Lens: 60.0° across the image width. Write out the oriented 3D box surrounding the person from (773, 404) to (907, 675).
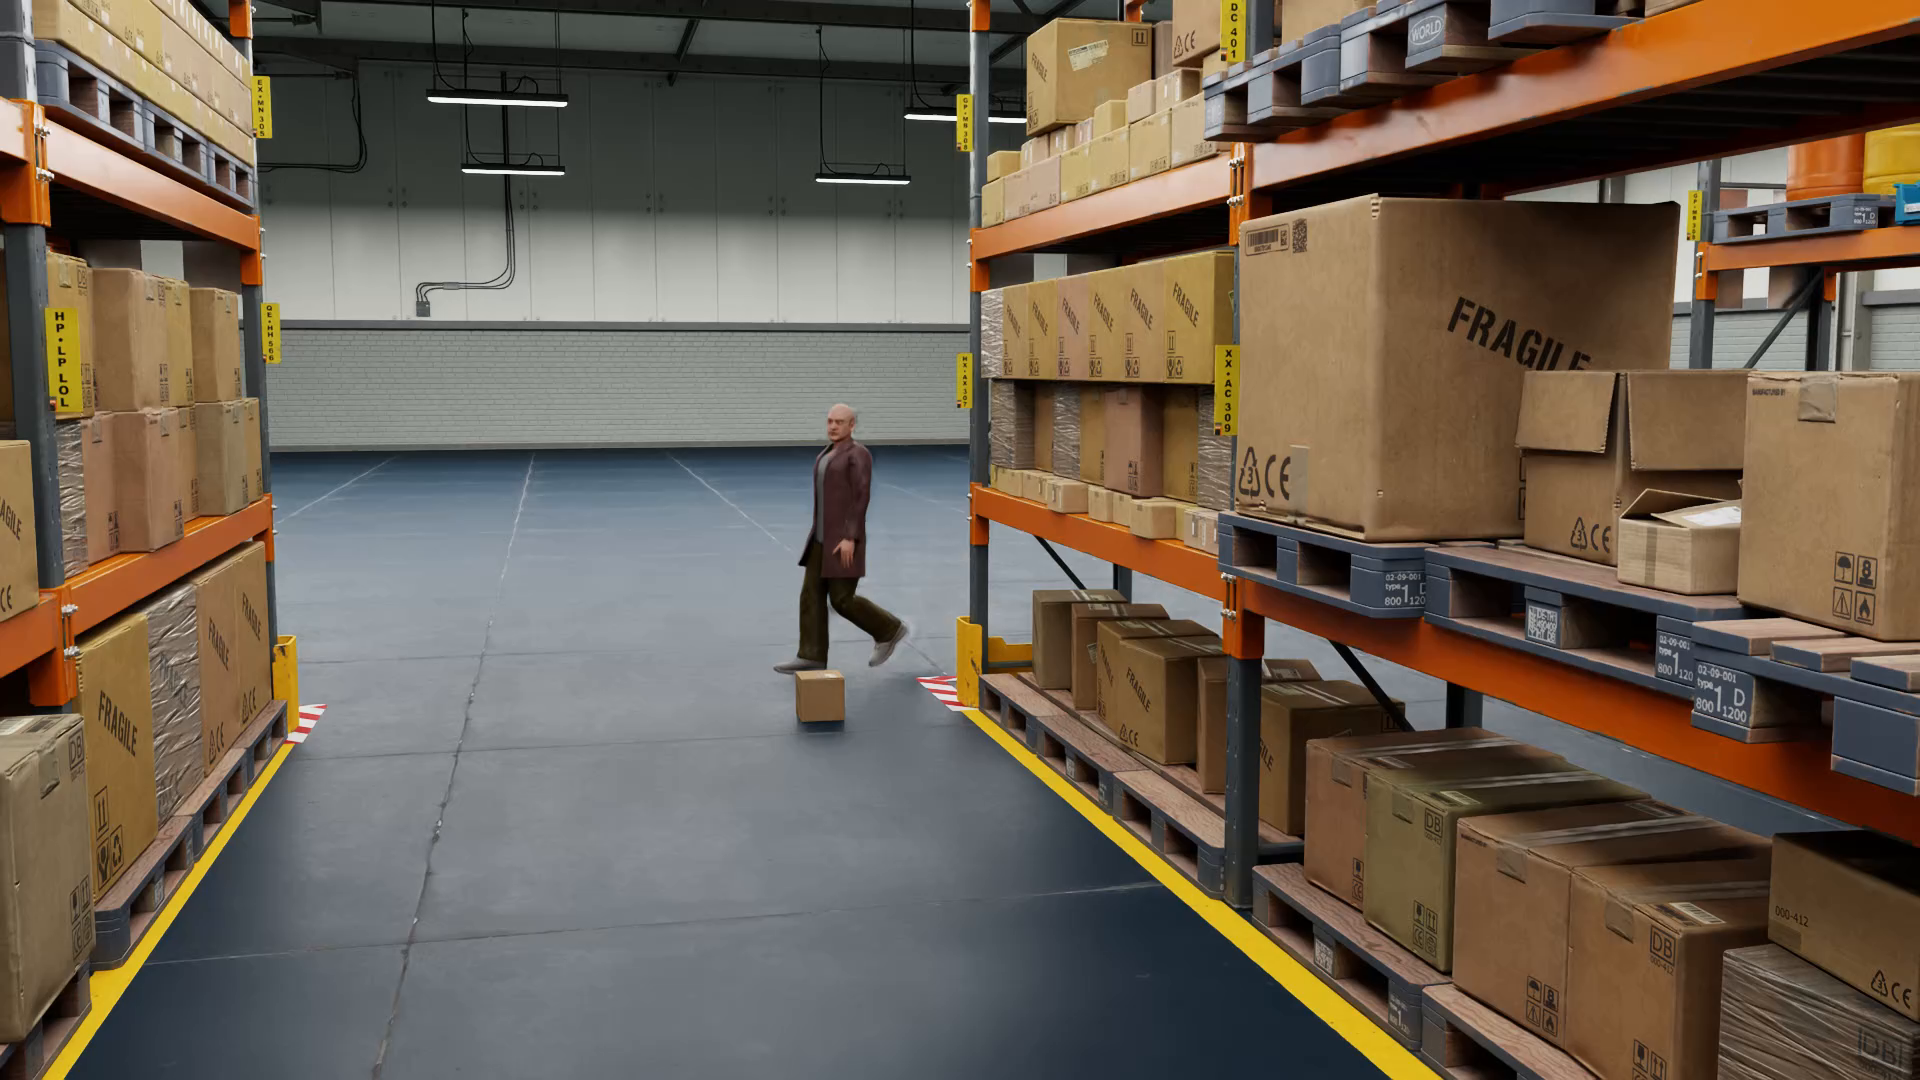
[{"bbox_3d":[-0.784,-0.004,10.803,0.900,1.757,0.646,-4,7,-32],"label":"person"}]
